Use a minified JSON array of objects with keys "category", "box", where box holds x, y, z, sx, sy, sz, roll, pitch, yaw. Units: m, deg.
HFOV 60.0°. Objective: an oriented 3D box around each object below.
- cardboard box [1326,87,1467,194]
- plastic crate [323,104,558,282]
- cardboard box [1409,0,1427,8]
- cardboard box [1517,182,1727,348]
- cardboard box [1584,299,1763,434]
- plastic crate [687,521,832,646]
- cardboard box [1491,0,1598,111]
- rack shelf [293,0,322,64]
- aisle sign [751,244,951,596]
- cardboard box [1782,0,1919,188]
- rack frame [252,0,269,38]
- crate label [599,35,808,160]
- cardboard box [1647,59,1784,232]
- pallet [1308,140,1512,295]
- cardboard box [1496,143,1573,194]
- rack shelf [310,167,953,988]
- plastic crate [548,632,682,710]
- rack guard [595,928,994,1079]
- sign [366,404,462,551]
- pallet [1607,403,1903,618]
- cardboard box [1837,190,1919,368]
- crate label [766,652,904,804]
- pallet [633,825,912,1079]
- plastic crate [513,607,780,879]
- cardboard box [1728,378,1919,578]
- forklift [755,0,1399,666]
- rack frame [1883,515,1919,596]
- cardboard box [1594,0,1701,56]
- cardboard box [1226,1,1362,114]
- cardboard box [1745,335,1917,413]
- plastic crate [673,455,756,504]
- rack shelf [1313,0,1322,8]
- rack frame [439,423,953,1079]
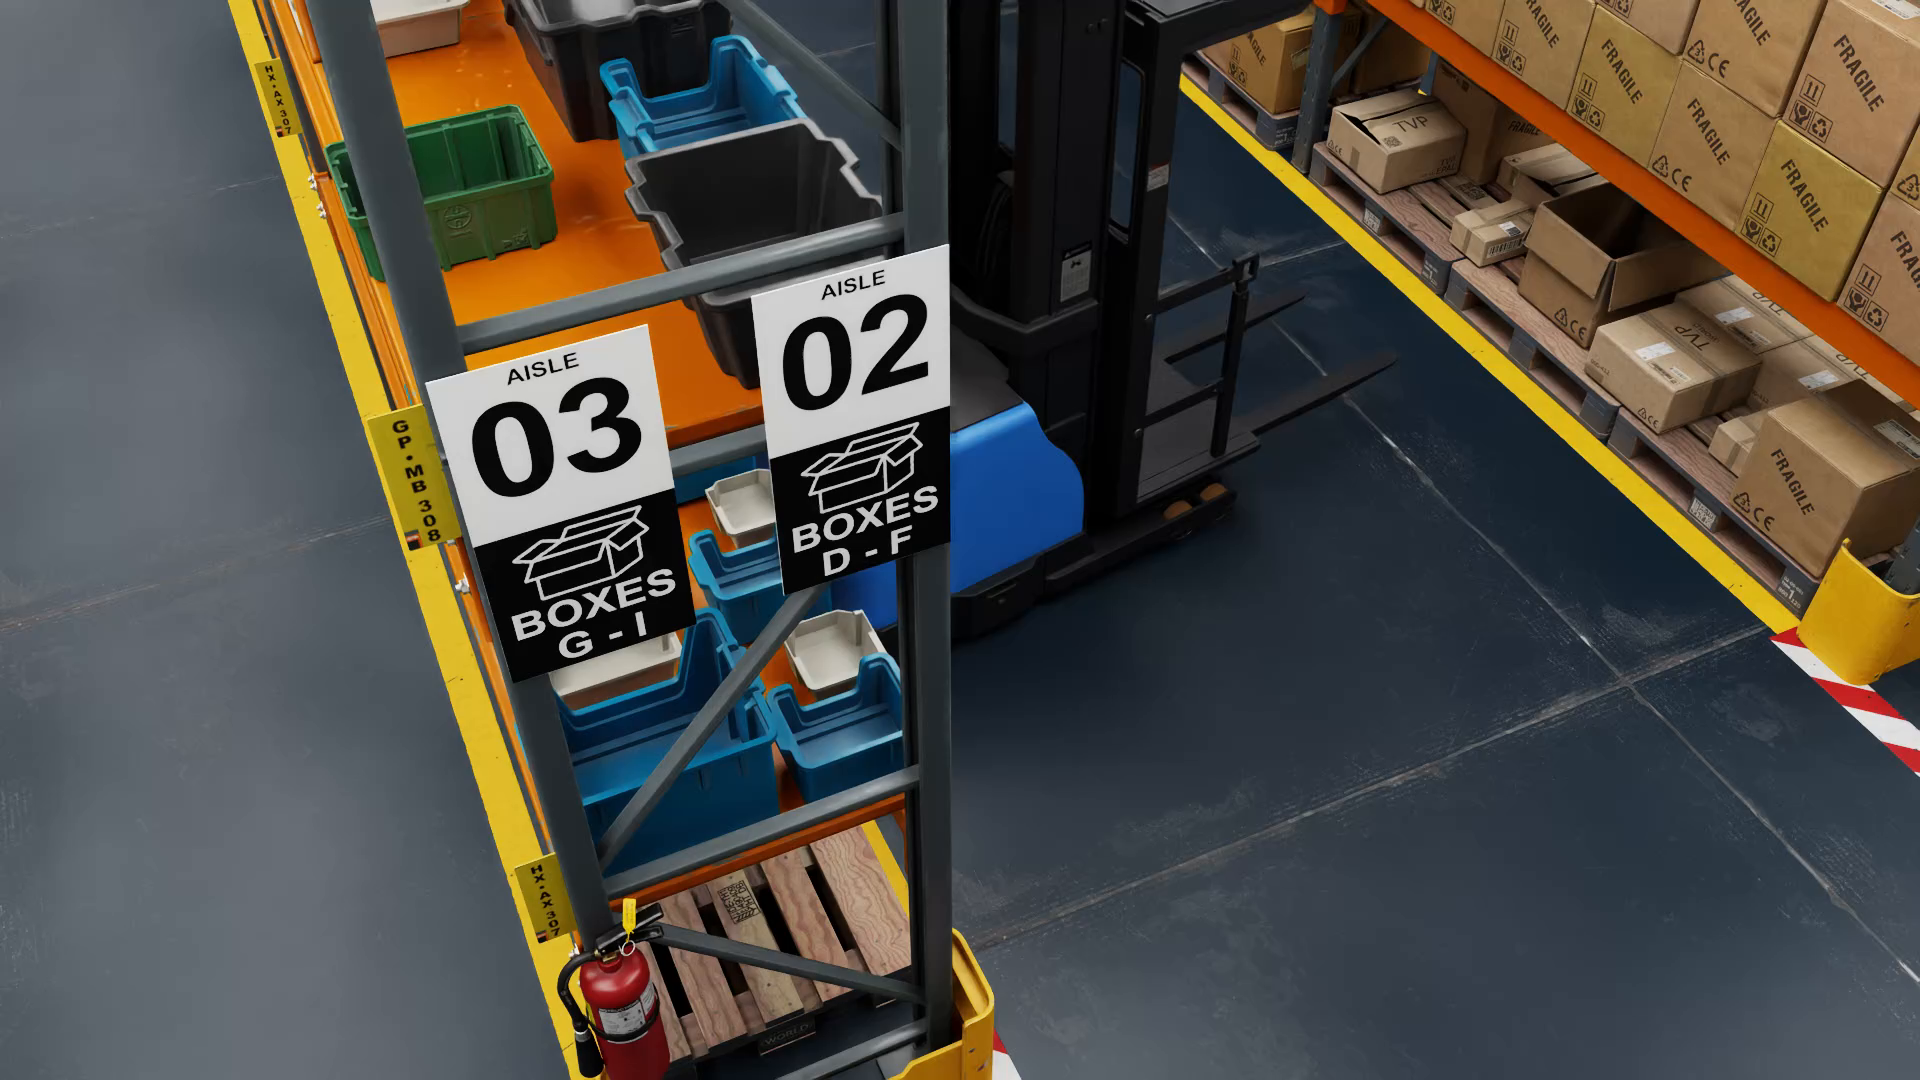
[{"category":"cardboard box","box":[2.294,-2.130,8.743,0.500,0.311,0.500,-18,47,-17]},{"category":"plastic crate","box":[-1.173,-0.789,3.798,0.450,0.188,0.336,-18,47,-17]},{"category":"cardboard box","box":[2.281,-2.892,7.843,0.500,0.500,0.500,-17,47,-16]},{"category":"cardboard box","box":[3.109,-1.334,7.799,0.797,0.503,0.637,-18,47,-17]},{"category":"cardboard box","box":[3.172,-0.778,7.417,0.500,0.250,0.500,-18,47,-17]},{"category":"plastic crate","box":[-0.582,0.112,4.946,0.416,0.233,0.300,-18,47,-17]},{"category":"cardboard box","box":[2.708,-2.247,7.189,0.500,0.500,0.500,-18,47,-18]},{"category":"rack shelf","box":[-1.341,-2.264,3.803,1.077,0.370,4.000,-18,47,-17]},{"category":"aisle sign","box":[-0.200,-0.219,3.355,0.394,0.787,0.004,-18,47,-17]},{"category":"cardboard box","box":[3.346,-1.628,5.850,0.500,0.500,0.500,-17,47,-16]},{"category":"rack frame","box":[-3.863,-4.350,9.392,1.000,3.000,0.127,-18,47,-17]},{"category":"crate label","box":[-0.594,-0.950,3.917,0.408,0.251,0.502,-18,47,-17]},{"category":"cardboard box","box":[3.135,-1.602,6.536,0.500,0.500,0.500,-18,47,-17]},{"category":"pallet","box":[2.602,-1.831,8.824,1.003,0.211,1.213,-18,47,-17]},{"category":"cardboard box","box":[3.023,-1.903,8.628,0.380,0.149,0.250,-18,47,-17]},{"category":"rack shelf","box":[-1.341,-0.271,5.770,1.077,0.370,4.000,-18,47,-17]},{"category":"plastic crate","box":[-1.007,0.354,4.769,0.396,0.136,0.243,-18,47,-17]},{"category":"rack guard","box":[-0.478,1.649,5.092,1.175,0.500,0.348,-18,47,-17]},{"category":"sign","box":[-0.992,-0.110,3.033,0.100,0.325,0.005,-18,47,-17]},{"category":"pallet","box":[3.628,-0.276,7.249,1.003,0.211,1.213,-18,47,-17]},{"category":"cardboard box","box":[3.561,-0.953,5.878,0.500,0.500,0.500,-17,47,-16]},{"category":"crate label","box":[-0.305,0.531,4.521,0.416,0.233,0.303,-18,47,-17]},{"category":"pallet","box":[-0.811,1.203,5.749,1.003,0.211,1.213,-18,47,-17]},{"category":"plastic crate","box":[-0.810,0.556,4.352,0.616,0.435,0.499,-18,47,-17]},{"category":"cardboard box","box":[3.544,-0.253,6.706,0.500,0.500,0.500,-18,47,-17]},{"category":"forklift","box":[0.584,-1.331,6.381,3.031,2.935,1.130,-25,50,-23]},{"category":"rack frame","box":[3.996,-0.713,5.705,1.000,3.000,0.127,-18,47,-17]},{"category":"cardboard box","box":[2.908,-2.285,6.515,0.500,0.500,0.500,-17,47,-16]},{"category":"cardboard box","box":[1.847,-2.758,9.245,0.500,0.500,0.500,-18,47,-18]},{"category":"cardboard box","box":[3.815,-0.639,7.276,0.500,0.250,0.500,-18,47,-17]},{"category":"plastic crate","box":[-0.858,-0.308,5.371,0.416,0.233,0.300,-18,47,-17]},{"category":"rack shelf","box":[1.473,-4.280,9.833,1.077,0.370,4.000,-18,47,-17]},{"category":"rack frame","box":[-0.500,0.748,4.225,1.000,3.000,0.127,-18,47,-17]}]
